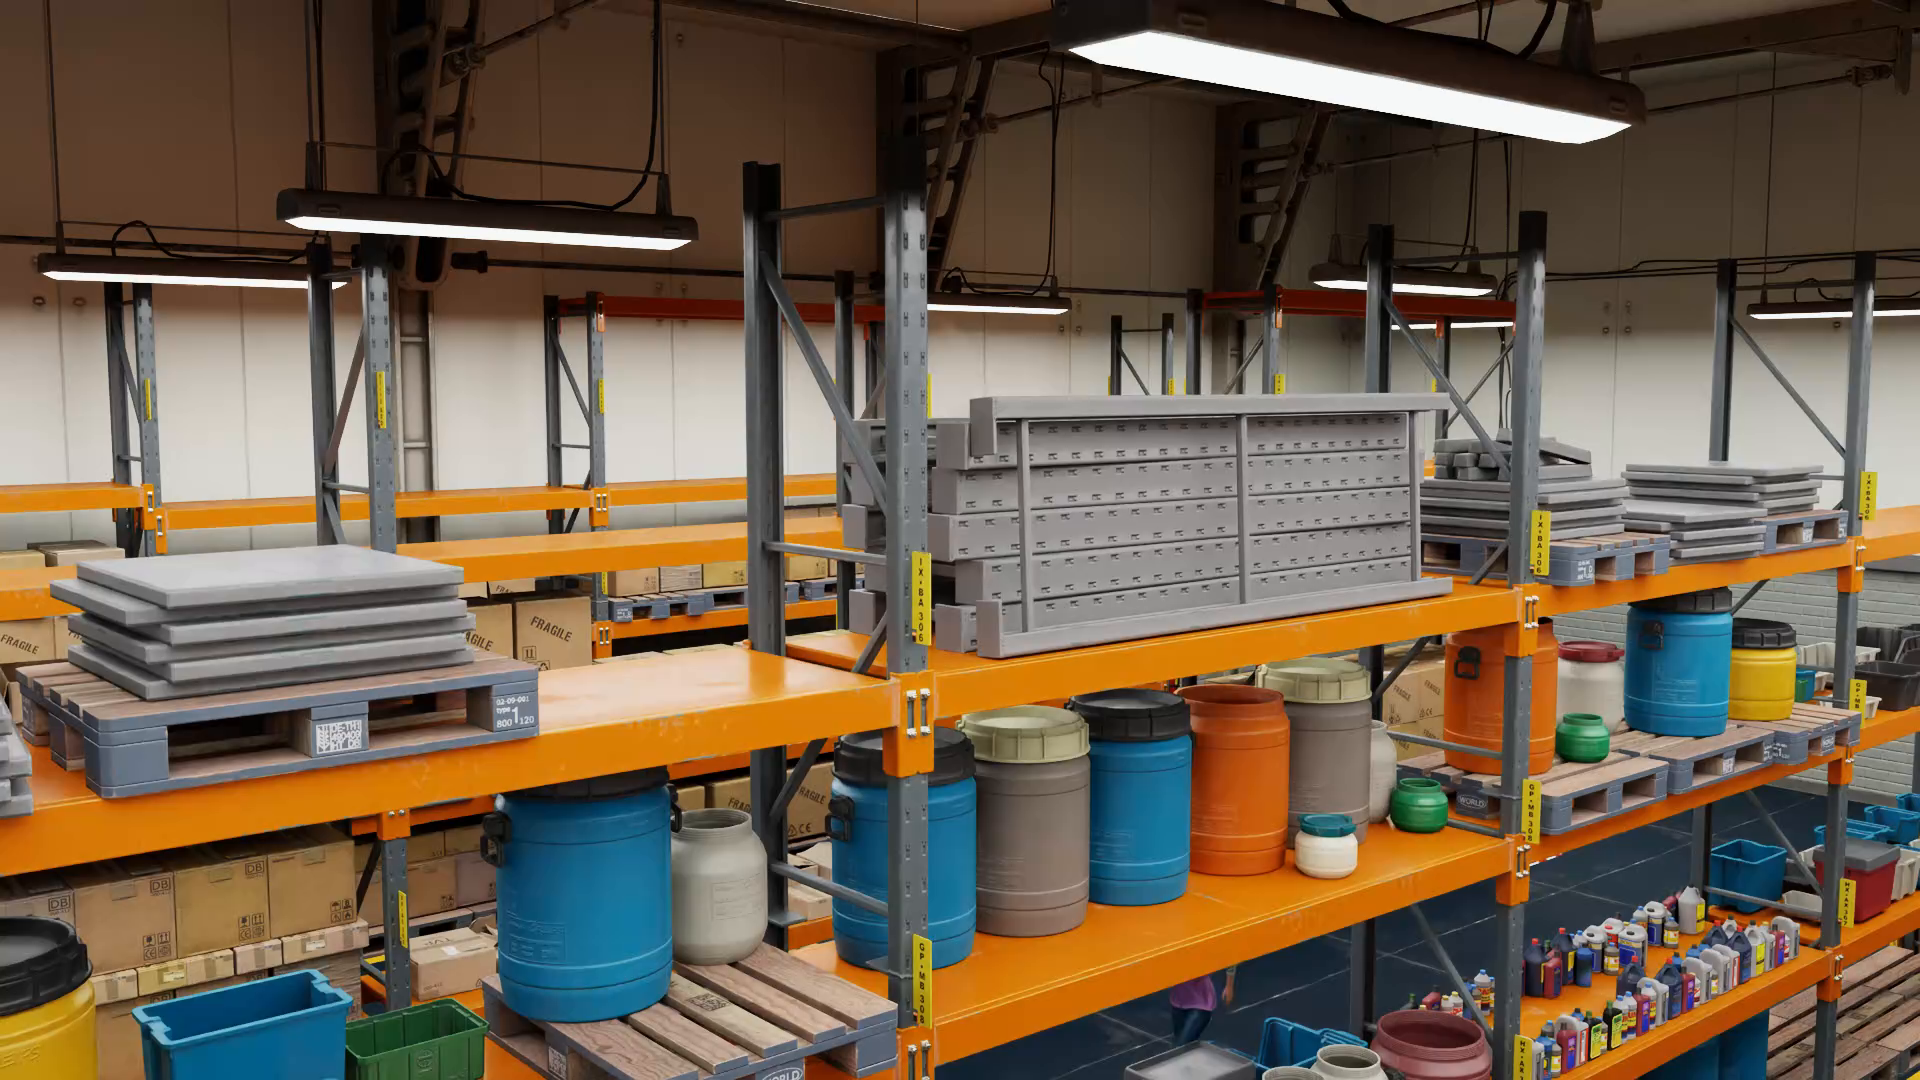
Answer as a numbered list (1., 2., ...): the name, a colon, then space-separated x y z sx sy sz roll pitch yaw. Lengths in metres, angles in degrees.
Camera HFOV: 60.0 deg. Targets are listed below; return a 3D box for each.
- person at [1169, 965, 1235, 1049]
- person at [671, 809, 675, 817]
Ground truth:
1. person: 1.596 3.307 11.657 0.639 1.508 0.518 -5 7 -40
2. person: -2.509 3.025 14.180 0.645 1.600 0.624 5 8 44
